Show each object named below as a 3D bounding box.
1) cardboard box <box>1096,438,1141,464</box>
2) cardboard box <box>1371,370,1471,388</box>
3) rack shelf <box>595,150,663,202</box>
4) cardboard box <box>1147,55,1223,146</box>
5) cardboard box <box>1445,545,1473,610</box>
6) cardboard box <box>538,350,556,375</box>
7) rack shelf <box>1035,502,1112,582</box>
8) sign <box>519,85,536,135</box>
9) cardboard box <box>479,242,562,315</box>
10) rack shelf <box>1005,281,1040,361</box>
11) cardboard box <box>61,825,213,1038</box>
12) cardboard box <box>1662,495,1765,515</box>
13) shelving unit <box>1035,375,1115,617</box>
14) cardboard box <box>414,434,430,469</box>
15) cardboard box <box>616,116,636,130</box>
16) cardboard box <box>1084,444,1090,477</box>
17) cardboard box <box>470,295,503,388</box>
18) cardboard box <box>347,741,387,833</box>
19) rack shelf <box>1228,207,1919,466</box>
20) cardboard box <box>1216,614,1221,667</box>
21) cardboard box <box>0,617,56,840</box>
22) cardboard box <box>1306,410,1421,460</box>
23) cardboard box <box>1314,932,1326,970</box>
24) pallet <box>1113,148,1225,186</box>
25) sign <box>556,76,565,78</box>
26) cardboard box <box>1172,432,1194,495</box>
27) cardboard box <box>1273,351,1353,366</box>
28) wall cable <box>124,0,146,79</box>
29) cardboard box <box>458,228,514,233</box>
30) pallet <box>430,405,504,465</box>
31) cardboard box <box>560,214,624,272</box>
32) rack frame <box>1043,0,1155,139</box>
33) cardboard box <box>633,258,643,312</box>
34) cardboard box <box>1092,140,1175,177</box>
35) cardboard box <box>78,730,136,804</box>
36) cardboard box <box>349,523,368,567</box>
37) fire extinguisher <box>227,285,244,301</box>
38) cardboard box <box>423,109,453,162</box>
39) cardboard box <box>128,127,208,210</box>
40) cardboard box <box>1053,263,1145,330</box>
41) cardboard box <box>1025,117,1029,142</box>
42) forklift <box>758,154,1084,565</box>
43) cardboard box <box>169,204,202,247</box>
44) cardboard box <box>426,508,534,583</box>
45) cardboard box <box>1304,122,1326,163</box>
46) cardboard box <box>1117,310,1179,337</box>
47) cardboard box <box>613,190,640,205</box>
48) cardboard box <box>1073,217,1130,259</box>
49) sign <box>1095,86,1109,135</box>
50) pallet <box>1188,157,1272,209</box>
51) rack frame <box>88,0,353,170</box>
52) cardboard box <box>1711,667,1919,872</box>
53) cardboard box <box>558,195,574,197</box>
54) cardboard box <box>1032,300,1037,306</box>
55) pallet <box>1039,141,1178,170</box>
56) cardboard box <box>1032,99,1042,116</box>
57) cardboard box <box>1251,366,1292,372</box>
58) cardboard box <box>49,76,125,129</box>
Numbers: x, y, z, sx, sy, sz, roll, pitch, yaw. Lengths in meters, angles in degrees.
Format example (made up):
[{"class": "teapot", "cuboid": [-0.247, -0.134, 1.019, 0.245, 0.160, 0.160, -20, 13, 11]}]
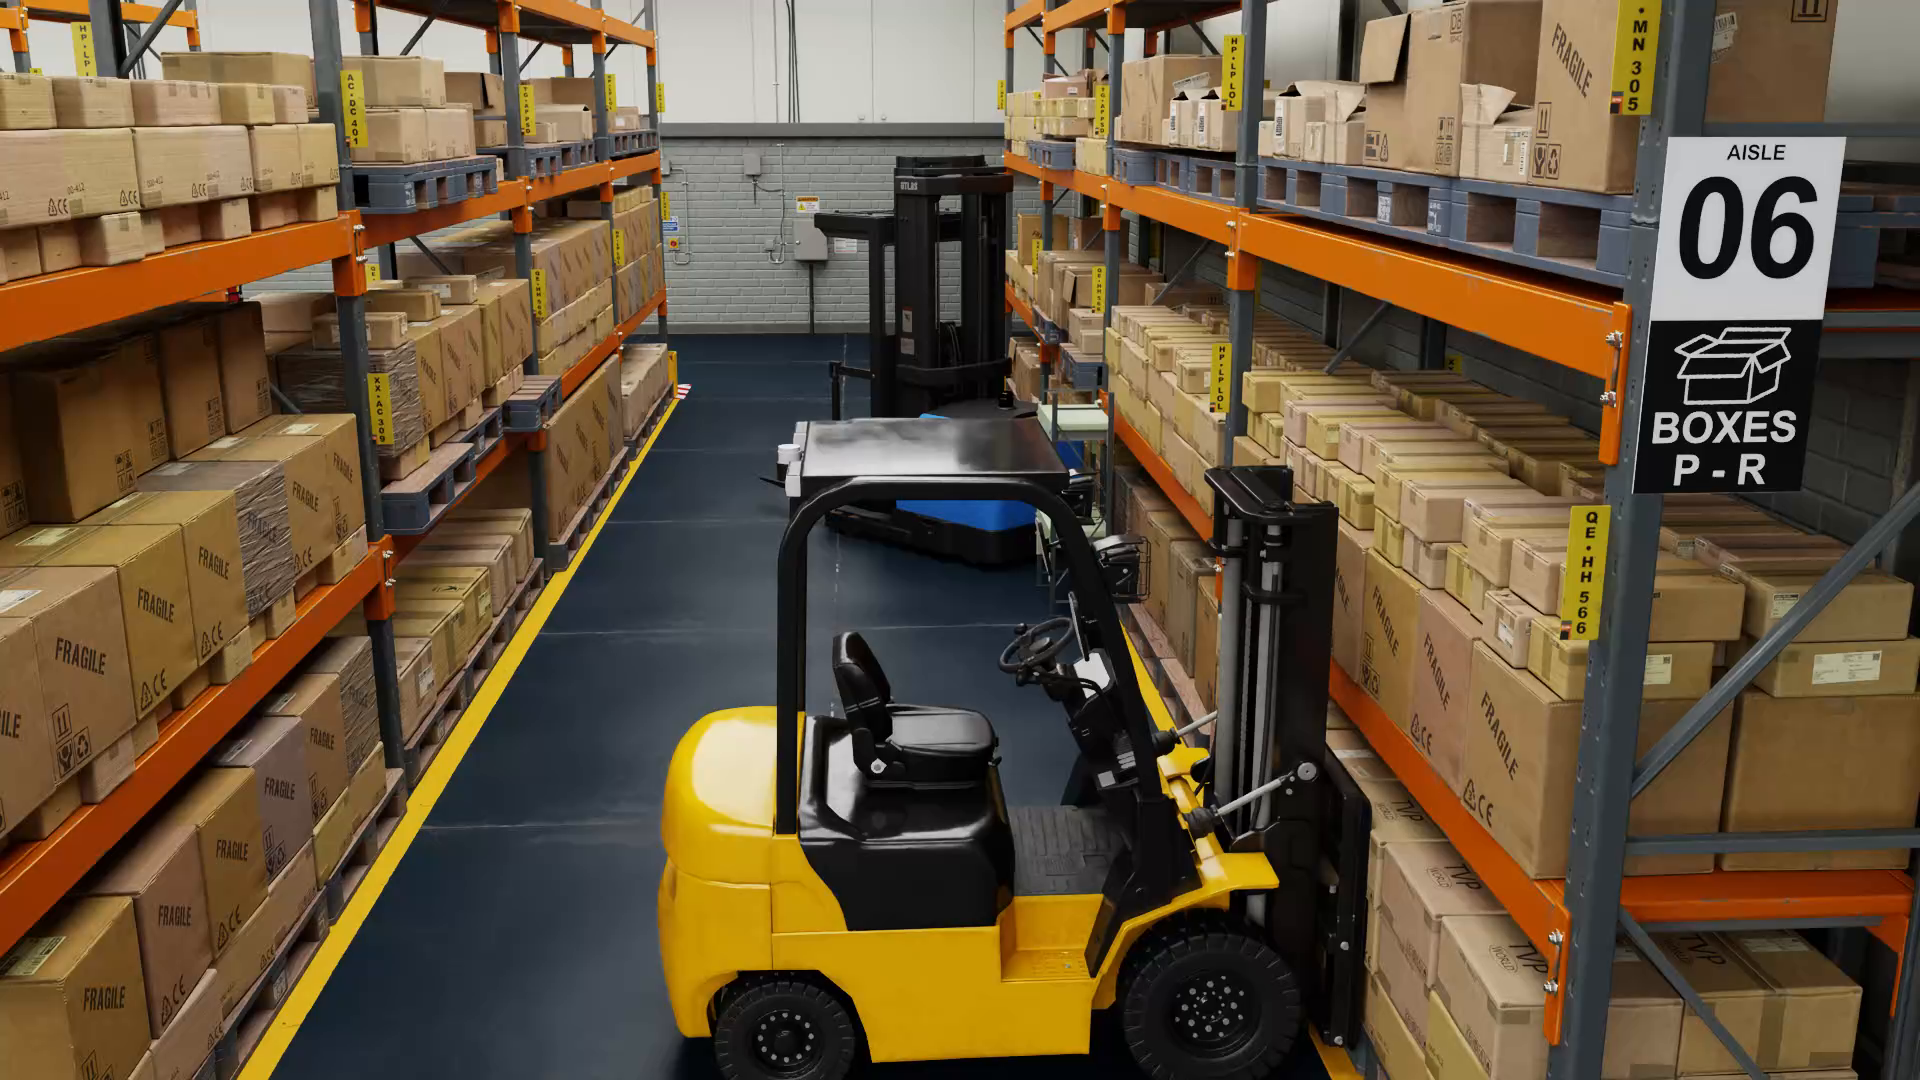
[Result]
[{"class": "cardboard box", "cuboid": [1.233, -0.666, 12.468, 0.380, 0.149, 0.250, -2, 15, -6]}, {"class": "cardboard box", "cuboid": [2.086, -0.677, 7.540, 0.380, 0.149, 0.250, -1, 14, -3]}, {"class": "rack shelf", "cuboid": [-3.809, -3.759, 17.042, 1.077, 0.370, 4.000, -1, 14, -3]}, {"class": "cardboard box", "cuboid": [1.381, -2.556, 9.678, 0.500, 0.500, 0.500, -1, 14, -2]}, {"class": "cardboard box", "cuboid": [1.706, 0.114, 5.060, 0.380, 0.149, 0.250, -1, 14, -4]}, {"class": "cardboard box", "cuboid": [-3.217, -1.216, 12.033, 0.500, 0.250, 0.500, -1, 14, -4]}, {"class": "rack shelf", "cuboid": [0.767, 0.005, 11.306, 0.431, 0.370, 0.720, -1, 14, -4]}, {"class": "sign", "cuboid": [-2.896, -2.874, 11.118, 0.100, 0.325, 0.005, -1, 14, -3]}, {"class": "cardboard box", "cuboid": [-3.264, -1.945, 12.359, 0.500, 0.500, 0.500, -1, 14, -3]}, {"class": "rack shelf", "cuboid": [1.145, -2.384, 17.717, 1.077, 0.370, 4.000, -1, 14, -3]}, {"class": "cardboard box", "cuboid": [-2.755, 1.251, 5.315, 0.500, 0.500, 0.500, -1, 14, -6]}, {"class": "cardboard box", "cuboid": [2.191, -0.037, 5.051, 0.380, 0.149, 0.250, -1, 14, -3]}, {"class": "shelving unit", "cuboid": [0.767, -0.311, 11.225, 0.431, 1.500, 0.755, -1, 14, -4]}, {"class": "cardboard box", "cuboid": [-2.915, -0.454, 8.434, 0.380, 0.149, 0.250, -1, 14, -2]}, {"class": "cardboard box", "cuboid": [-3.710, -4.522, 18.022, 0.380, 0.149, 0.250, -2, 15, -8]}, {"class": "cardboard box", "cuboid": [1.255, -0.460, 12.967, 0.500, 0.500, 0.500, -1, 14, -4]}, {"class": "cardboard box", "cuboid": [-3.056, -1.196, 10.015, 0.500, 0.500, 0.500, -2, 15, -7]}, {"class": "cardboard box", "cuboid": [-2.885, 1.103, 7.395, 0.500, 0.250, 0.500, 0, 14, -1]}, {"class": "rack shelf", "cuboid": [1.888, -0.852, 5.744, 1.077, 0.370, 4.000, -1, 14, -3]}, {"class": "cardboard box", "cuboid": [1.481, 0.524, 7.640, 0.500, 0.250, 0.500, -1, 14, -4]}, {"class": "cardboard box", "cuboid": [-2.694, 0.512, 4.218, 0.500, 0.500, 0.500, -1, 14, -4]}, {"class": "cardboard box", "cuboid": [1.575, -0.412, 6.507, 0.380, 0.149, 0.250, -1, 14, -4]}, {"class": "cardboard box", "cuboid": [1.570, 1.388, 6.286, 0.500, 0.250, 0.500, 0, 14, -2]}, {"class": "pallet", "cuboid": [1.648, -2.434, 10.827, 1.213, 0.211, 1.003, 0, 14, -1]}, {"class": "sign", "cuboid": [-4.487, -5.060, 18.739, 0.100, 0.325, 0.005, -1, 14, -3]}, {"class": "cardboard box", "cuboid": [1.435, -0.419, 8.937, 0.500, 0.250, 0.500, -1, 14, -4]}, {"class": "cardboard box", "cuboid": [1.951, -0.954, 9.212, 0.380, 0.149, 0.250, -1, 14, -3]}, {"class": "wall cable", "cuboid": [-10.734, -8.922, 23.188, 2.277, 5.999, 0.120, -1, 14, -3]}, {"class": "cardboard box", "cuboid": [-3.857, -2.326, 13.838, 0.500, 0.500, 0.500, -1, 14, -5]}, {"class": "pallet", "cuboid": [-3.274, -0.578, 9.639, 1.003, 0.211, 1.213, -1, 14, -3]}, {"class": "cardboard box", "cuboid": [-3.473, -2.812, 15.730, 0.500, 0.500, 0.500, -1, 14, -3]}, {"class": "rack frame", "cuboid": [1.269, -5.141, 14.946, 1.000, 3.000, 0.127, -1, 14, -3]}, {"class": "cardboard box", "cuboid": [-3.505, -2.576, 16.817, 0.500, 0.500, 0.500, -1, 14, -3]}, {"class": "cardboard box", "cuboid": [1.242, -2.744, 11.954, 0.500, 0.250, 0.500, -1, 14, -5]}, {"class": "cardboard box", "cuboid": [-2.691, 0.667, 4.918, 0.380, 0.149, 0.250, -1, 14, -3]}, {"class": "cardboard box", "cuboid": [-2.865, 0.029, 7.399, 0.380, 0.149, 0.250, -1, 14, -4]}, {"class": "fire extinguisher", "cuboid": [-8.422, -2.903, 19.191, 0.296, 0.674, 0.183, -1, 14, -3]}, {"class": "cardboard box", "cuboid": [-2.858, -2.029, 8.331, 0.500, 0.250, 0.500, -1, 14, -4]}, {"class": "cardboard box", "cuboid": [-2.797, -1.208, 5.385, 0.500, 0.250, 0.500, -1, 14, -2]}, {"class": "cardboard box", "cuboid": [1.156, -2.039, 13.889, 0.700, 0.500, 0.500, -1, 14, -4]}, {"class": "cardboard box", "cuboid": [0.926, -4.132, 16.751, 0.500, 0.250, 0.500, -1, 14, -2]}, {"class": "forklift", "cuboid": [-0.435, -1.531, 13.095, 1.130, 2.935, 3.031, -14, 20, -42]}, {"class": "cardboard box", "cuboid": [-2.884, -1.103, 5.779, 0.380, 0.149, 0.250, -1, 14, -2]}, {"class": "cardboard box", "cuboid": [-3.412, 0.047, 11.254, 0.950, 0.372, 0.625, -2, 15, -7]}, {"class": "cardboard box", "cuboid": [1.537, -1.521, 6.359, 0.380, 0.149, 0.250, 0, 14, -2]}, {"class": "cardboard box", "cuboid": [1.260, -1.453, 11.151, 0.380, 0.149, 0.250, -1, 14, -2]}, {"class": "cardboard box", "cuboid": [-3.577, -3.597, 17.476, 0.380, 0.149, 0.250, -1, 14, -2]}, {"class": "cardboard box", "cuboid": [1.442, -3.044, 17.037, 0.500, 0.500, 0.500, -1, 14, -5]}, {"class": "sign", "cuboid": [0.975, -2.936, 11.359, 0.100, 0.325, 0.005, -1, 14, -3]}, {"class": "pallet", "cuboid": [1.697, -1.825, 8.463, 0.805, 0.209, 1.217, -1, 15, -6]}, {"class": "rack frame", "cuboid": [-3.190, -3.073, 6.912, 1.000, 3.000, 0.127, -1, 14, -3]}, {"class": "cardboard box", "cuboid": [2.259, 0.573, 4.578, 0.500, 0.500, 0.500, 0, 14, -2]}, {"class": "cardboard box", "cuboid": [-4.021, -3.330, 16.440, 0.380, 0.149, 0.250, -1, 14, -4]}, {"class": "cardboard box", "cuboid": [0.919, -2.318, 16.518, 0.380, 0.149, 0.250, -1, 14, -2]}, {"class": "pallet", "cuboid": [1.306, -3.176, 13.707, 1.213, 0.211, 1.003, -1, 14, -3]}, {"class": "cardboard box", "cuboid": [0.849, -3.881, 14.935, 0.380, 0.149, 0.250, 0, 14, -2]}, {"class": "cardboard box", "cuboid": [1.525, -0.815, 8.673, 0.380, 0.149, 0.250, -1, 14, -3]}, {"class": "cardboard box", "cuboid": [-2.732, -1.297, 4.934, 0.380, 0.149, 0.250, 0, 14, -2]}]
